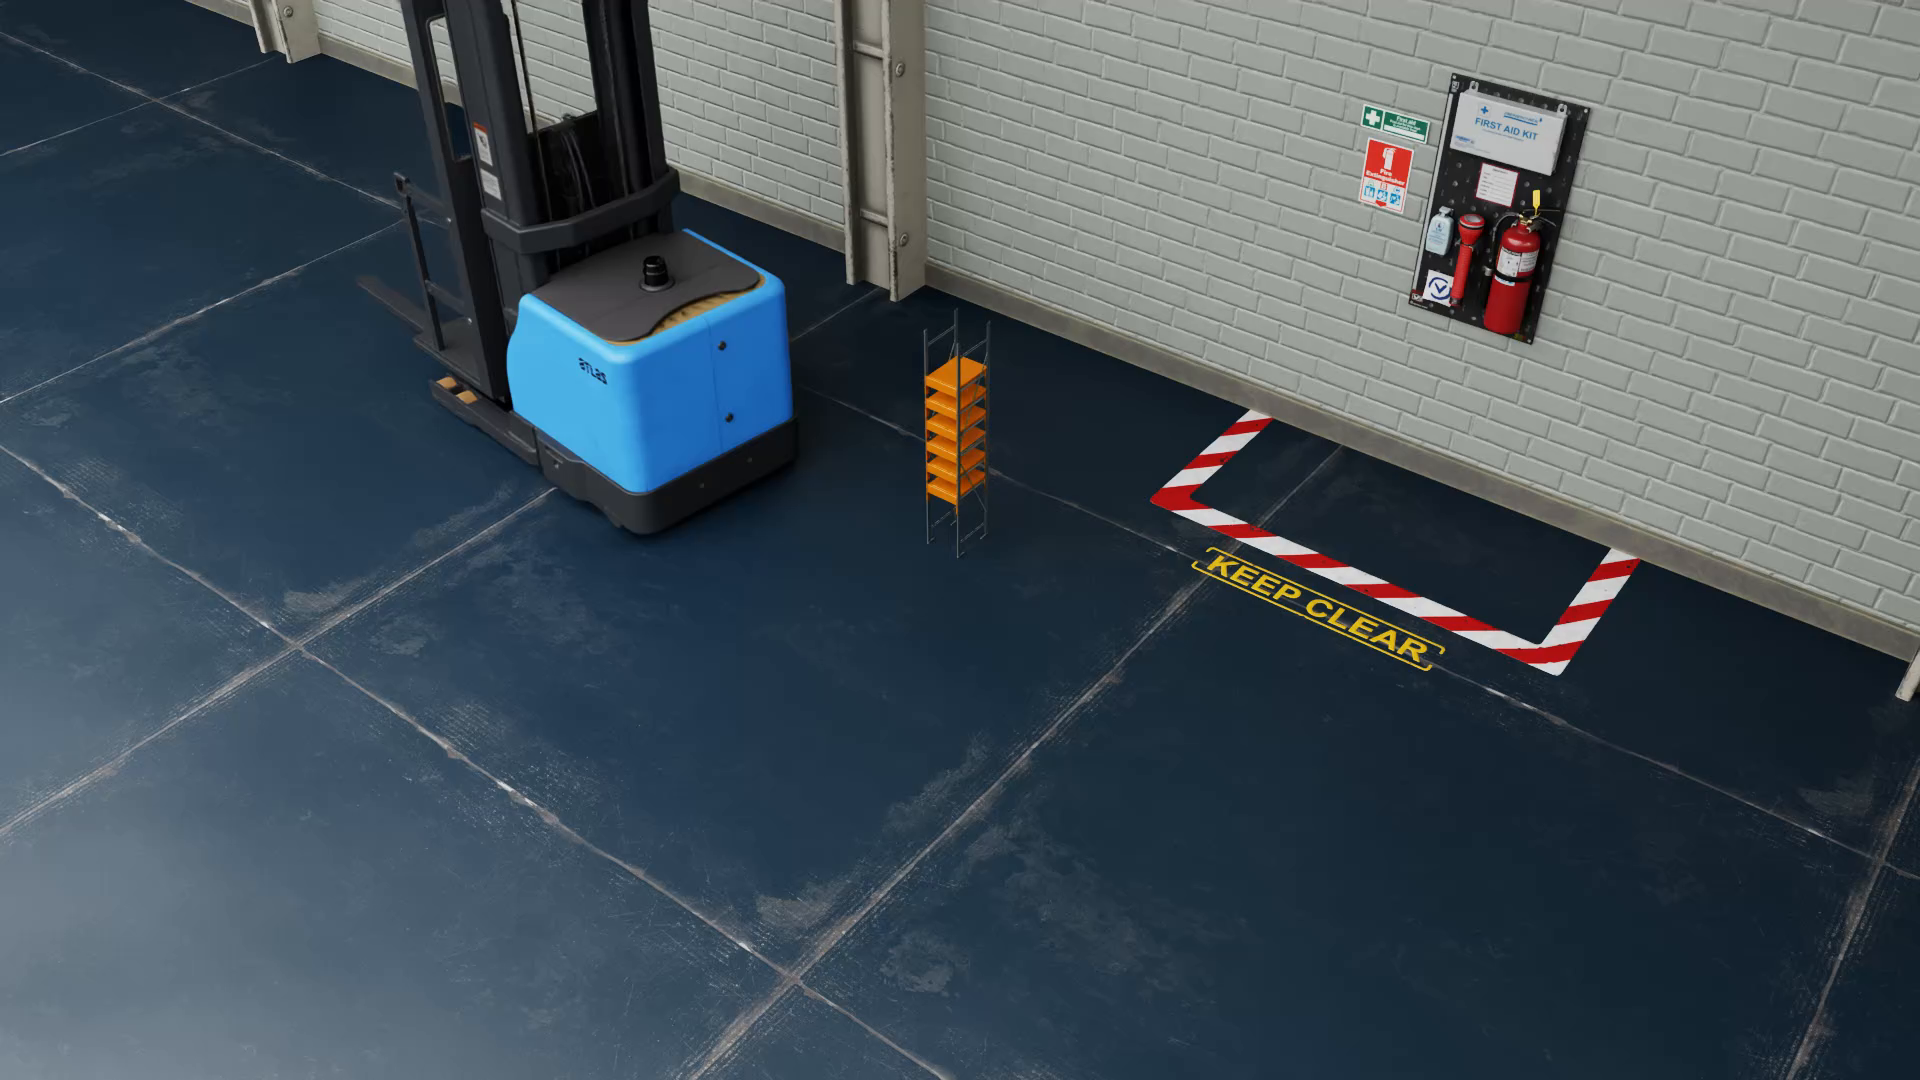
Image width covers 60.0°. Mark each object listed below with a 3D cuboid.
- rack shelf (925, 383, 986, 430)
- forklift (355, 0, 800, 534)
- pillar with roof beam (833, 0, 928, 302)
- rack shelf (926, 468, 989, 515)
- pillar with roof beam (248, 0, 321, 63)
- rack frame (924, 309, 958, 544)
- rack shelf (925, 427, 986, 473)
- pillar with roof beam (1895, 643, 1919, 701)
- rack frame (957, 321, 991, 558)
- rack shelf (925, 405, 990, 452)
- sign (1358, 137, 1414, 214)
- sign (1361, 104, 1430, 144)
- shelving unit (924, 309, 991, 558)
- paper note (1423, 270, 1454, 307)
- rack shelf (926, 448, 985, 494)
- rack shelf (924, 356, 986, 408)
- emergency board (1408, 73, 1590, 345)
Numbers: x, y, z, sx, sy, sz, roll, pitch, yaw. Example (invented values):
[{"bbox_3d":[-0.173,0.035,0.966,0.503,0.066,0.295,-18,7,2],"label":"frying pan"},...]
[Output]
[{"bbox_3d":[-0.012,-0.632,7.627,0.180,0.103,0.258,25,45,29],"label":"rack shelf"},{"bbox_3d":[-2.222,-1.986,8.270,1.130,2.935,3.031,-32,48,-34],"label":"forklift"},{"bbox_3d":[-3.058,-3.003,4.647,0.400,9.000,9.100,25,45,29],"label":"pillar with roof beam"},{"bbox_3d":[-0.011,-0.254,7.923,0.180,0.103,0.258,25,45,29],"label":"rack shelf"},{"bbox_3d":[-7.823,-5.250,7.517,0.400,9.000,9.100,25,45,29],"label":"pillar with roof beam"},{"bbox_3d":[-0.084,-0.512,7.792,0.006,1.200,0.240,25,45,29],"label":"rack frame"},{"bbox_3d":[-0.012,-0.443,7.775,0.180,0.103,0.258,25,45,29],"label":"rack shelf"},{"bbox_3d":[1.708,-0.756,1.777,0.400,9.000,9.100,25,45,29],"label":"pillar with roof beam"},{"bbox_3d":[0.061,-0.444,7.704,0.006,1.200,0.240,25,45,29],"label":"rack frame"},{"bbox_3d":[-0.012,-0.537,7.701,0.180,0.103,0.258,25,45,29],"label":"rack shelf"},{"bbox_3d":[2.007,-1.718,7.842,0.234,0.329,0.001,25,45,29],"label":"sign"},{"bbox_3d":[2.006,-1.920,7.671,0.331,0.109,0.001,25,45,29],"label":"sign"},{"bbox_3d":[-0.012,-0.478,7.748,0.189,1.200,0.258,25,45,29],"label":"shelving unit"},{"bbox_3d":[2.285,-1.199,7.924,0.142,0.148,0.016,25,45,29],"label":"paper note"},{"bbox_3d":[-0.011,-0.348,7.849,0.180,0.103,0.258,25,45,29],"label":"rack shelf"},{"bbox_3d":[-0.012,-0.726,7.553,0.180,0.103,0.258,25,45,29],"label":"rack shelf"},{"bbox_3d":[2.384,-1.446,7.524,0.643,1.169,0.194,25,45,29],"label":"emergency board"}]
